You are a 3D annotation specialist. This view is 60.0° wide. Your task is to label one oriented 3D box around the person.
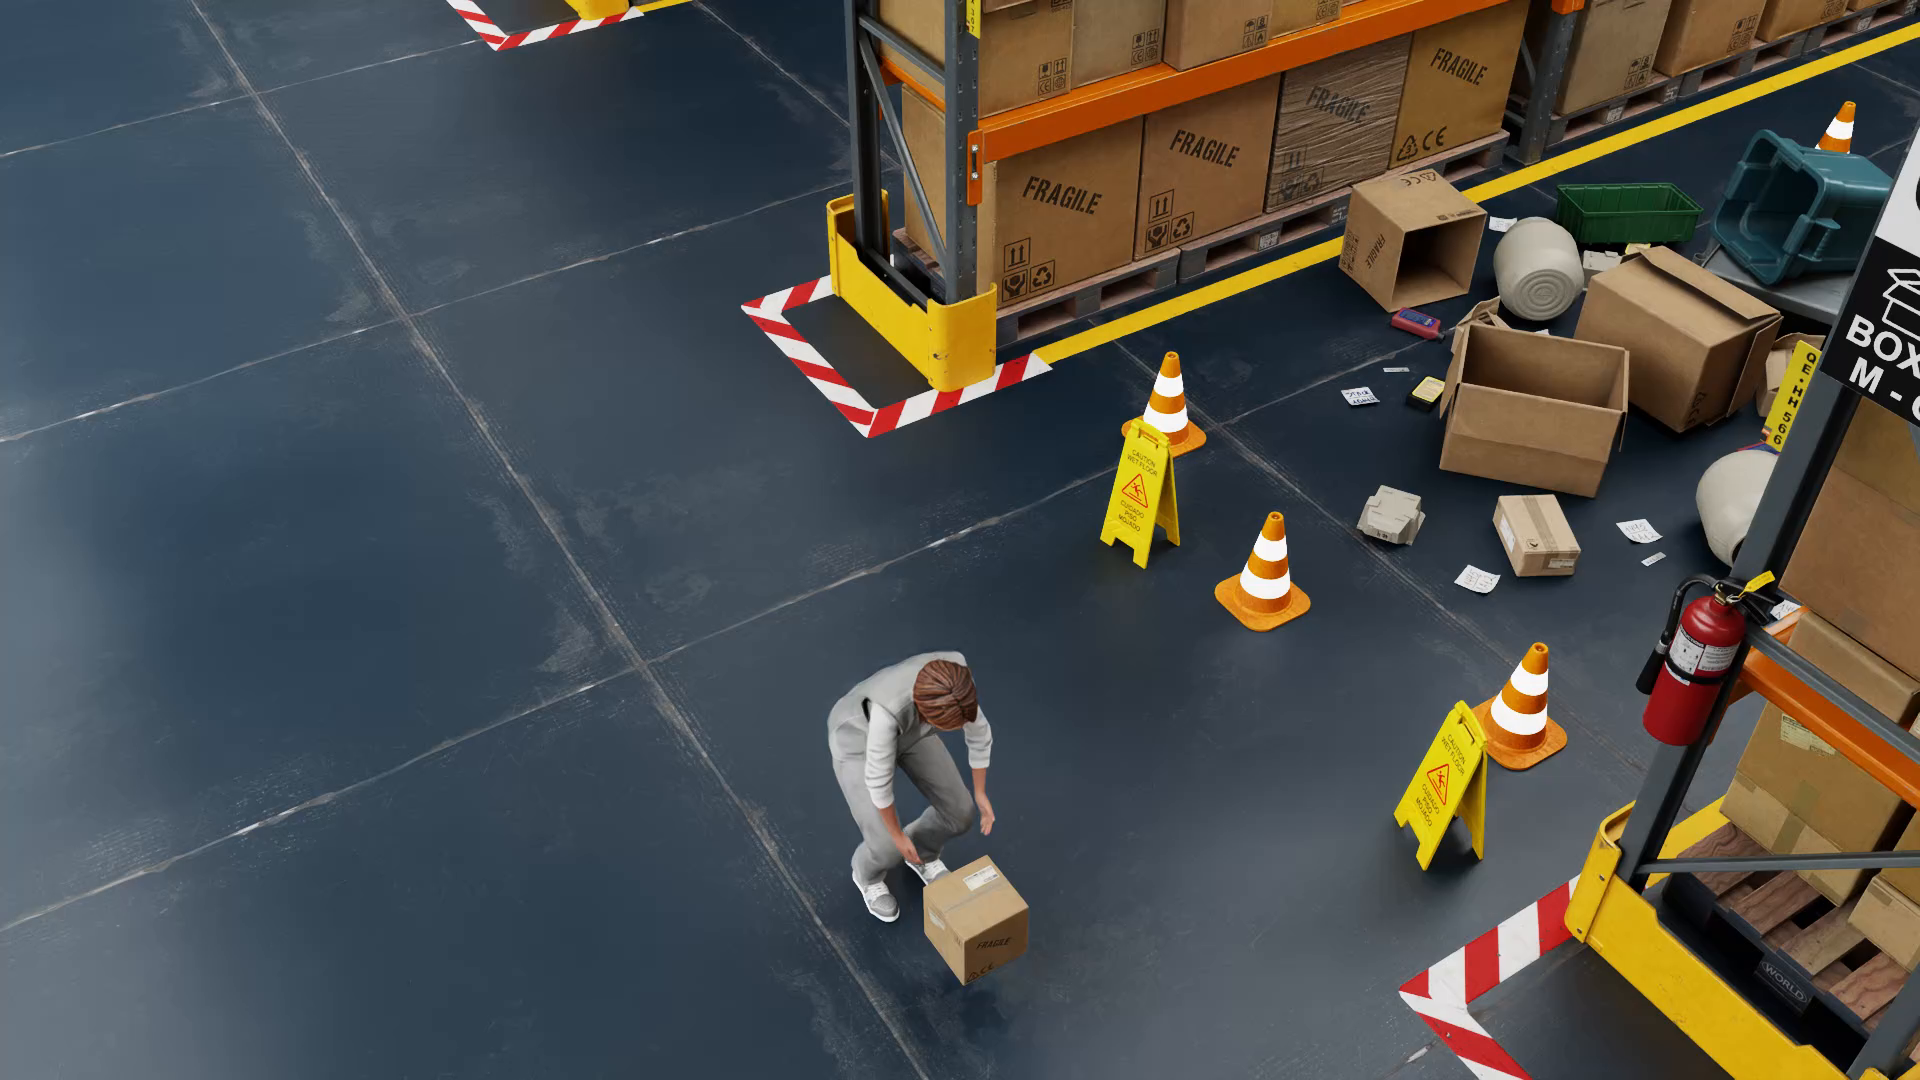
[{"bbox_3d":[-0.155,0.767,5.541,0.463,1.279,0.654,-23,46,-24],"label":"person"}]
